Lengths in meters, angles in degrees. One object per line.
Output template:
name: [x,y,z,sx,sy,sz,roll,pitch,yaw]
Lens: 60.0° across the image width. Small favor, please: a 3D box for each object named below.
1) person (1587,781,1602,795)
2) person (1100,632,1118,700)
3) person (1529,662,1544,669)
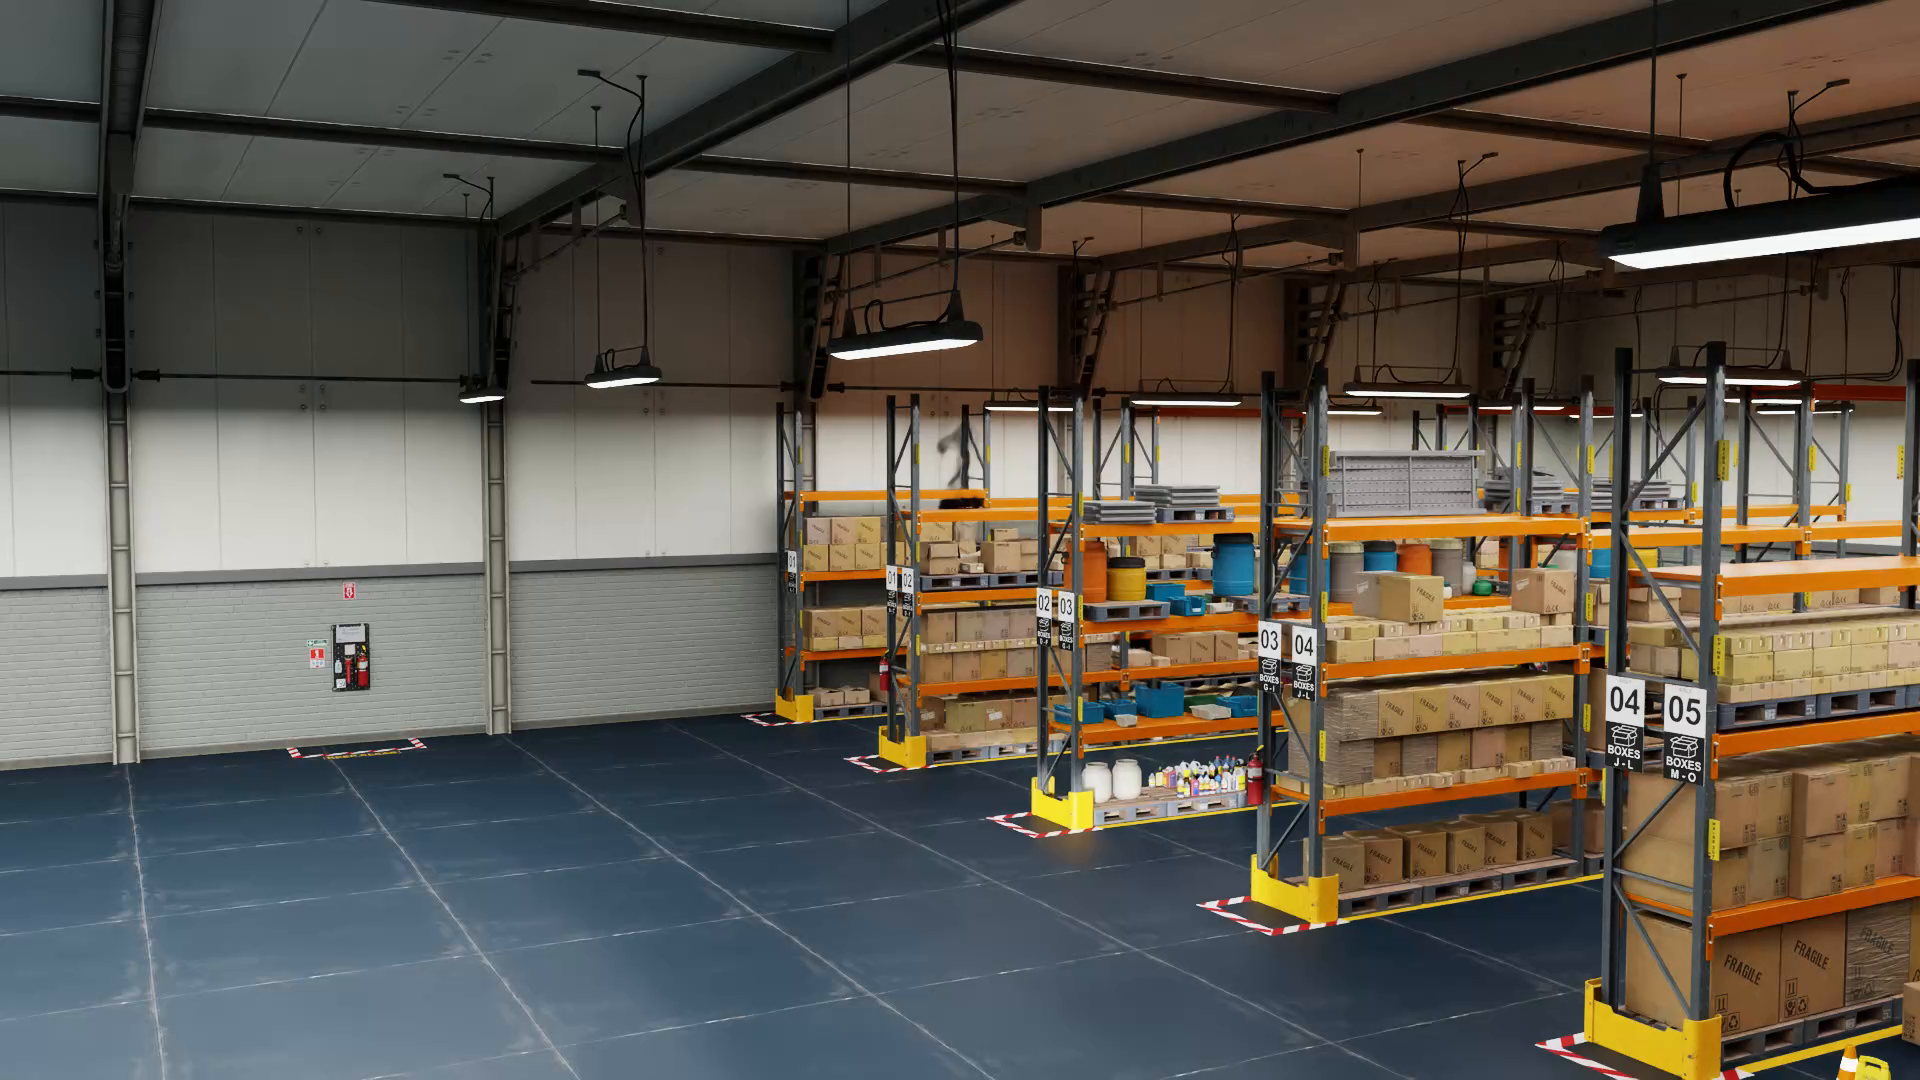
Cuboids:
person: [8.872,3.078,23.010,0.684,1.597,0.554,-2,4,-35]
person: [2.776,2.546,31.202,0.585,1.731,0.661,-1,3,-23]
person: [10.227,2.633,29.361,0.916,1.801,0.662,-2,4,-28]
